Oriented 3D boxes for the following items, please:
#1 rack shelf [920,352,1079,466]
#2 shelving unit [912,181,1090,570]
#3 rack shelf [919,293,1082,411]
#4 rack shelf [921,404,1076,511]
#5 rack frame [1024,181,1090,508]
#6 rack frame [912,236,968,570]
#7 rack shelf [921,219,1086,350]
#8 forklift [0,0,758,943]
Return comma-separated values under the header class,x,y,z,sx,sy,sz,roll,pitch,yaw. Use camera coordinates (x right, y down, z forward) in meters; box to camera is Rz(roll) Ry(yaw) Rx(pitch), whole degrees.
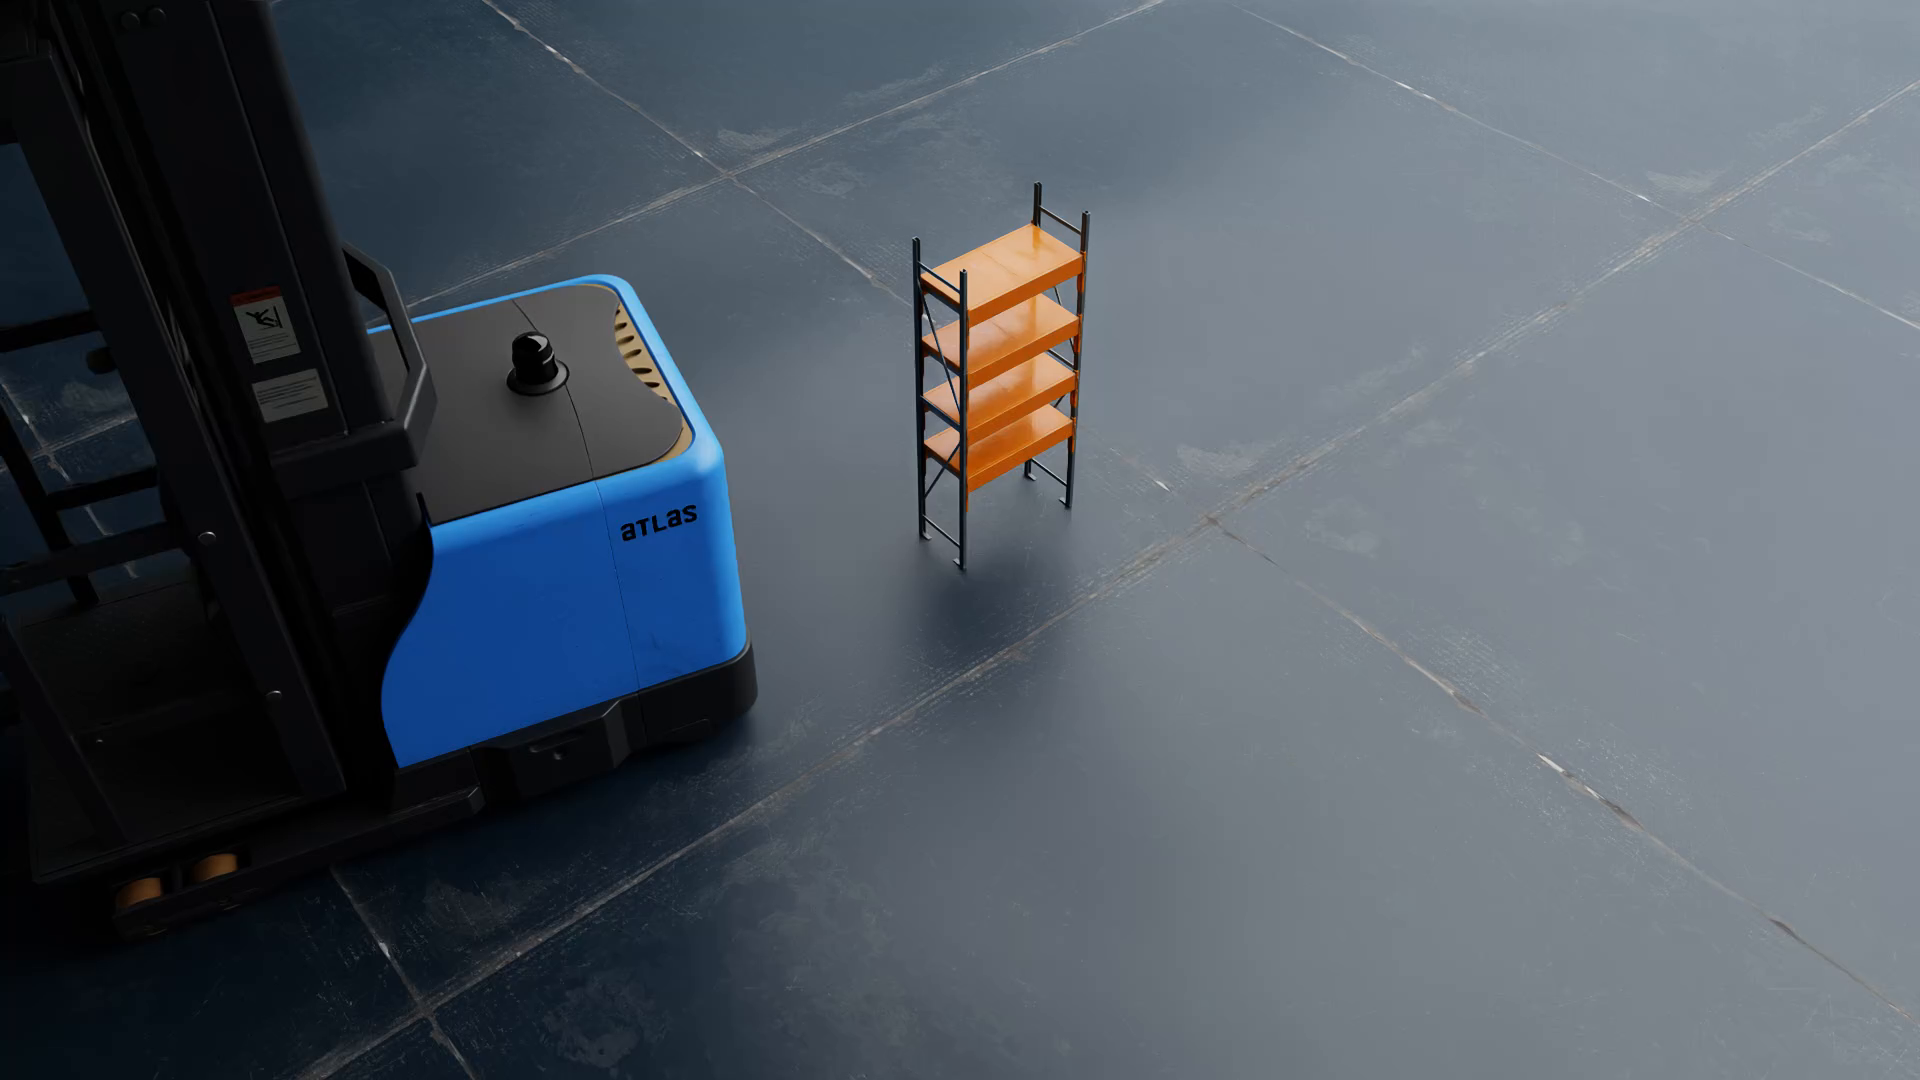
class,x,y,z,sx,sy,sz,roll,pitch,yaw
rack shelf,0.127,-0.461,5.463,0.480,0.148,0.258,-30,51,-28
shelving unit,0.127,-0.510,5.417,0.503,1.200,0.258,-30,51,-28
rack shelf,0.127,-0.624,5.310,0.480,0.148,0.258,-30,51,-28
rack shelf,0.127,-0.316,5.599,0.480,0.148,0.258,-30,51,-28
rack frame,0.314,-0.617,5.531,0.015,1.200,0.240,-30,51,-28
rack frame,-0.060,-0.403,5.303,0.015,1.200,0.240,-30,51,-28
rack shelf,0.127,-0.796,5.148,0.480,0.148,0.258,-30,51,-28
forklift,-2.184,-0.393,4.027,3.031,2.935,1.130,-18,46,-18
